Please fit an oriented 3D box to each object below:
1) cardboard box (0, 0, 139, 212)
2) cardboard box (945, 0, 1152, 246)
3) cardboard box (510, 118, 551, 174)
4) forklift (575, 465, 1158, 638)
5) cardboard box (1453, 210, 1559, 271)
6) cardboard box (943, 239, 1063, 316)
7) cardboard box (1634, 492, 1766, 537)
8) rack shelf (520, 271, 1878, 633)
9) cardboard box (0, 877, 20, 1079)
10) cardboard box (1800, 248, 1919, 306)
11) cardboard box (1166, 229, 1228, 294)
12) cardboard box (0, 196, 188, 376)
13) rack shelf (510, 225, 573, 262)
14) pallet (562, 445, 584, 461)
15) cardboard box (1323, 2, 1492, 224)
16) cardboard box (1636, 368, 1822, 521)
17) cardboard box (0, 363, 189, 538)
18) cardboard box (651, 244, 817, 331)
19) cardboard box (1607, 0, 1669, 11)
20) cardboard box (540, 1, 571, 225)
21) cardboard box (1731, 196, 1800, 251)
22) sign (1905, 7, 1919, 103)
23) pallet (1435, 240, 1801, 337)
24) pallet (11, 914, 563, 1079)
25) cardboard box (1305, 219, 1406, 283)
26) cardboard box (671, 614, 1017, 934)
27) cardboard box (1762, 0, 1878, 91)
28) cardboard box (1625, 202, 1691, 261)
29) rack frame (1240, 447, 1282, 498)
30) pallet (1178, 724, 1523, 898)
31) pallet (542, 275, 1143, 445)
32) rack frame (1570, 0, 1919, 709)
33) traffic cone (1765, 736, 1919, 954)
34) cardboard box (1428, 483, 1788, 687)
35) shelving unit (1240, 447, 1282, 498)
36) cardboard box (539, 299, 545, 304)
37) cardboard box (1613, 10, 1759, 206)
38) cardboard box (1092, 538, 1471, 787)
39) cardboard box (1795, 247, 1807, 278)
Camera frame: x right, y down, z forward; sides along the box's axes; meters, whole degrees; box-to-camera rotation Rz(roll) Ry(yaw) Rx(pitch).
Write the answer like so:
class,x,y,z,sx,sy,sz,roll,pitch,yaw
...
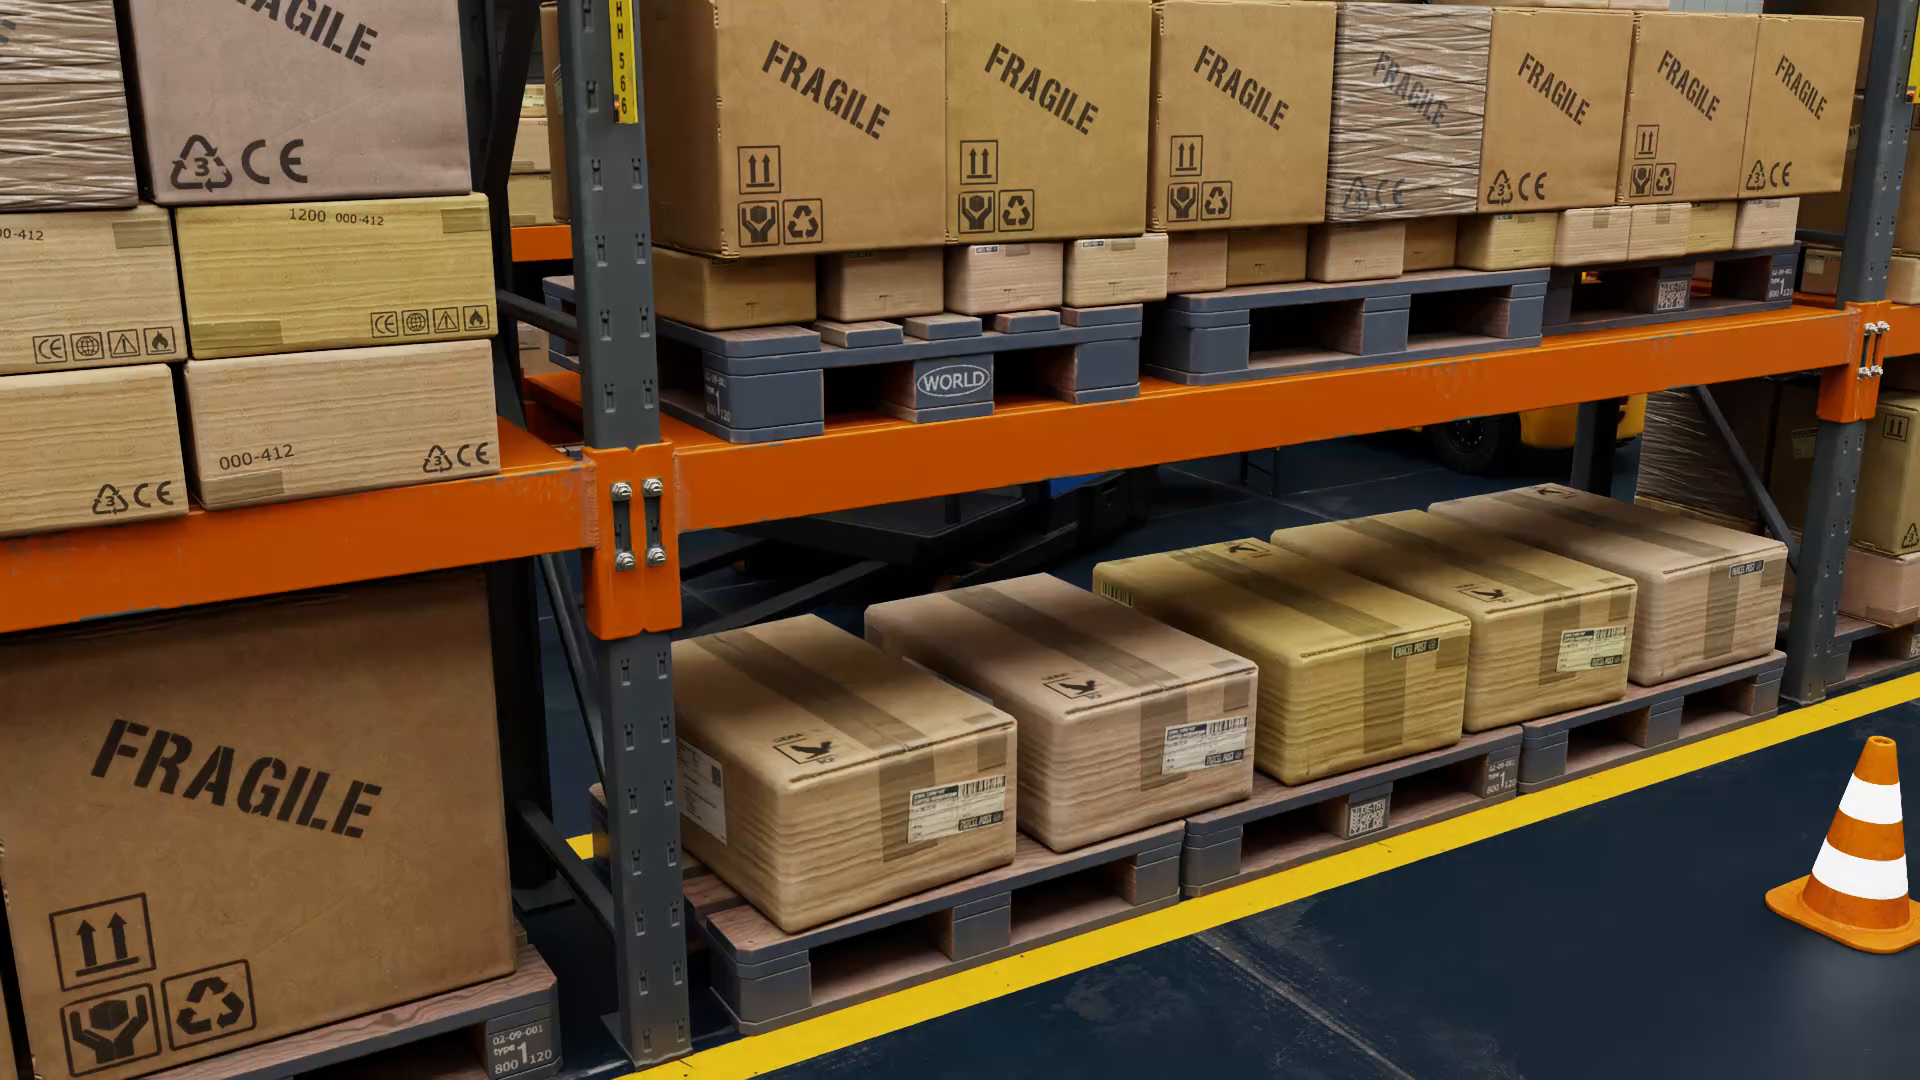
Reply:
class,x,y,z,sx,sy,sz,roll,pitch,yaw
cardboard box,-1.620,-0.785,2.614,0.500,0.500,0.500,-9,18,-29
cardboard box,0.072,-0.937,3.682,0.500,0.500,0.500,-8,18,-27
cardboard box,-2.041,-1.920,8.054,0.500,0.250,0.500,-10,18,-31
forklift,-0.300,-1.262,6.480,1.130,2.935,3.031,10,18,31
cardboard box,1.372,-0.824,4.480,0.250,0.149,0.380,-9,18,-30
cardboard box,0.017,-0.603,3.691,0.250,0.149,0.380,-11,19,-33
cardboard box,2.921,-0.039,6.309,0.500,0.250,0.500,-8,18,-27
rack shelf,0.839,-0.392,4.585,4.000,0.370,1.077,-9,18,-30
cardboard box,-2.277,0.560,3.013,0.875,0.875,0.875,-9,18,-29
cardboard box,2.988,-0.865,5.405,0.250,0.149,0.380,-9,18,-30
cardboard box,0.429,-0.688,3.994,0.250,0.149,0.380,-8,18,-26
cardboard box,-1.598,-0.431,2.741,0.500,0.250,0.500,-10,18,-31
rack shelf,-1.721,-1.540,8.680,4.000,0.370,1.077,-9,18,-30
pallet,-1.665,-0.540,8.944,1.213,0.211,1.003,-9,18,-30
cardboard box,0.957,-1.080,4.192,0.500,0.500,0.500,-10,19,-32
cardboard box,2.922,-0.400,6.207,0.500,0.500,0.500,-9,18,-30
cardboard box,-1.605,-0.183,2.785,0.500,0.250,0.500,-9,18,-29
cardboard box,-0.501,-0.544,3.481,0.250,0.149,0.380,-10,19,-33
cardboard box,1.690,-1.507,4.514,0.250,0.149,0.380,-10,18,-31
cardboard box,-0.629,-0.982,3.840,0.500,0.500,0.500,-10,18,-31
cardboard box,2.254,-0.963,4.974,0.250,0.149,0.380,-9,18,-29
sign,2.842,-1.446,4.867,0.005,0.325,0.100,-9,18,-30
pallet,1.823,-0.852,5.246,1.213,0.211,1.003,-9,18,-30
pallet,-1.590,0.974,3.543,1.213,0.211,1.003,-9,18,-30
cardboard box,0.909,-0.757,4.242,0.250,0.149,0.380,-9,18,-28
cardboard box,-0.386,0.526,4.066,0.625,0.372,0.950,-11,19,-33
cardboard box,3.042,-1.700,5.330,0.500,0.500,0.700,-9,18,-30
cardboard box,1.816,-0.886,4.700,0.250,0.149,0.380,-10,18,-31
rack frame,1.498,-0.979,8.124,0.023,1.500,0.400,-4,16,-15
pallet,0.840,0.605,4.860,1.213,0.211,1.003,-9,18,-30
pallet,-0.320,-0.492,3.963,1.003,0.211,1.213,-9,18,-30
rack frame,2.553,-1.017,5.479,0.127,3.000,1.000,-9,18,-30
traffic cone,2.211,0.701,4.051,0.334,0.463,0.336,-9,18,-30
cardboard box,2.105,0.120,5.515,0.625,0.372,0.950,-9,18,-29
shelving unit,1.146,-0.952,8.026,0.755,1.500,0.431,-4,16,-15
cardboard box,-1.760,-0.937,8.817,0.625,0.625,0.875,-10,19,-32
cardboard box,1.851,-1.224,4.704,0.500,0.500,0.500,-9,18,-29
cardboard box,0.895,0.318,4.810,0.625,0.372,0.950,-9,18,-28
cardboard box,2.882,-1.047,6.054,0.250,0.149,0.380,-9,18,-28
